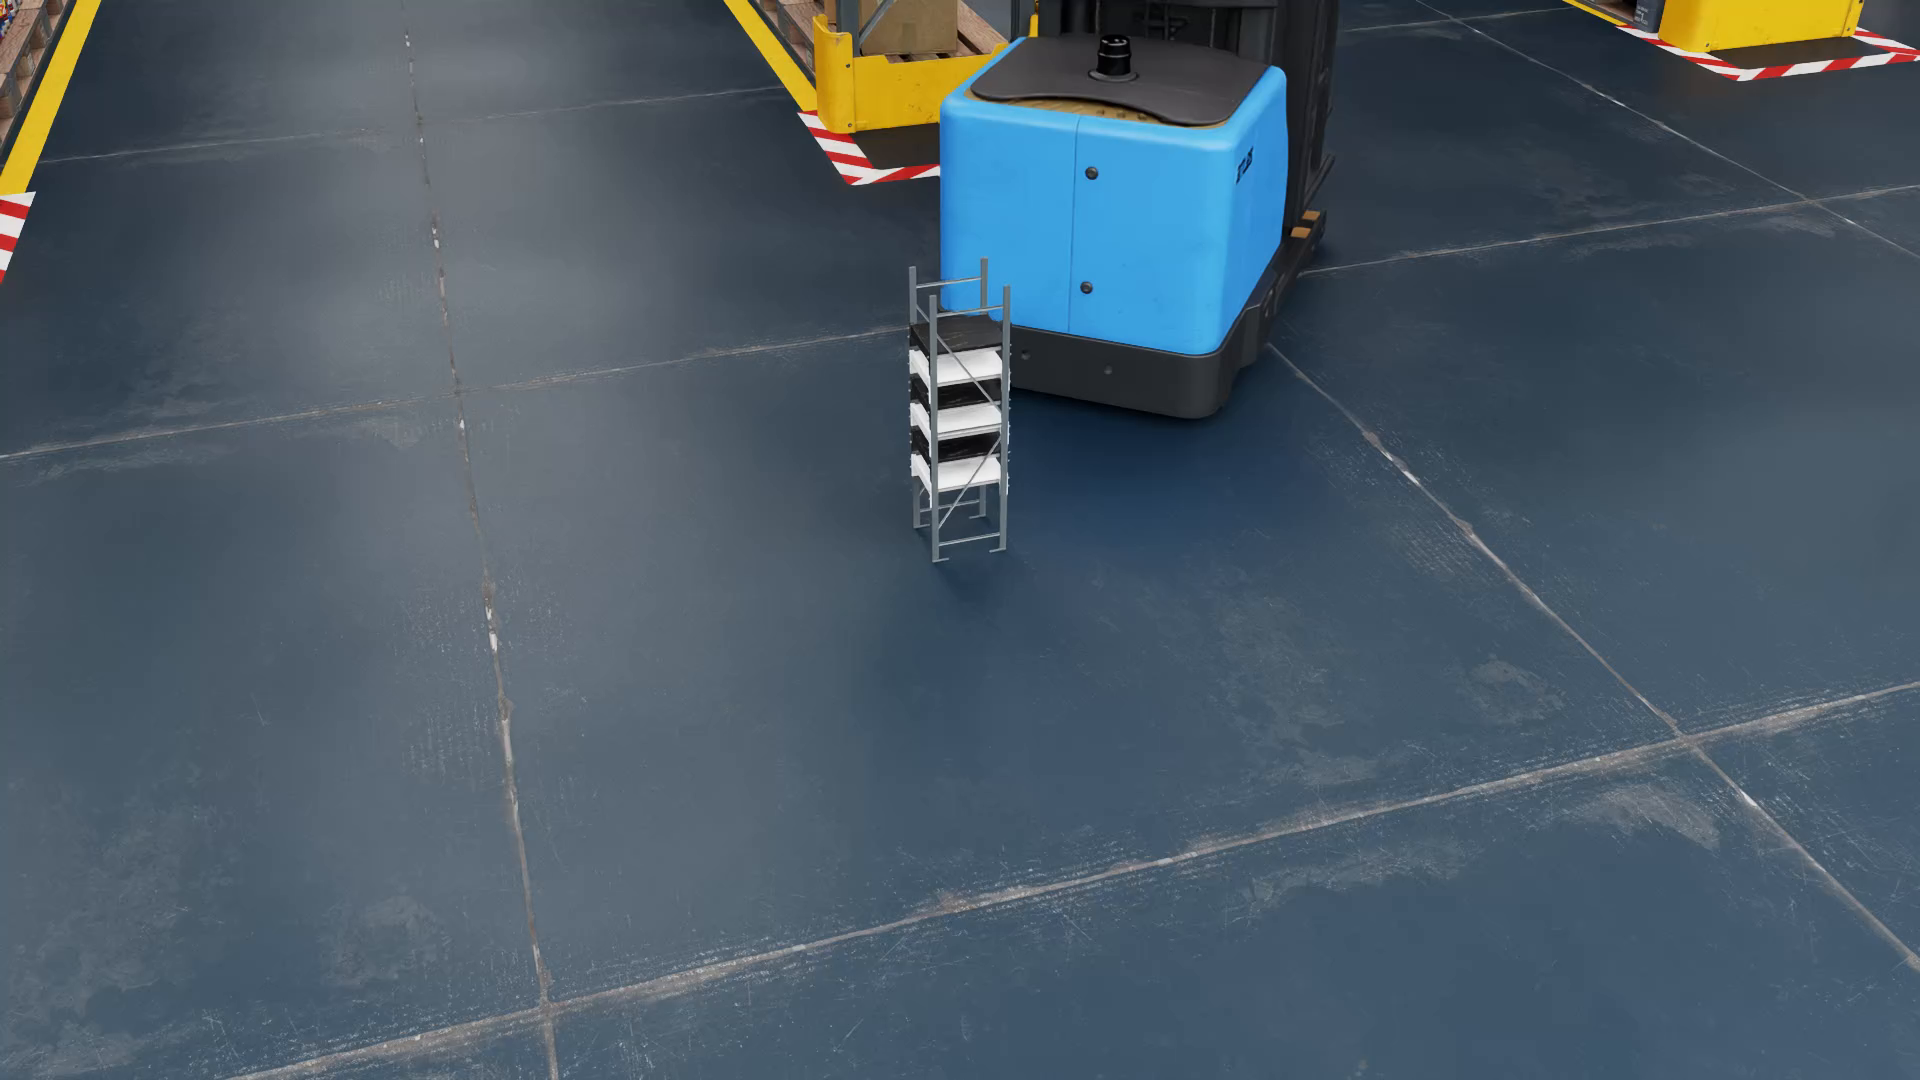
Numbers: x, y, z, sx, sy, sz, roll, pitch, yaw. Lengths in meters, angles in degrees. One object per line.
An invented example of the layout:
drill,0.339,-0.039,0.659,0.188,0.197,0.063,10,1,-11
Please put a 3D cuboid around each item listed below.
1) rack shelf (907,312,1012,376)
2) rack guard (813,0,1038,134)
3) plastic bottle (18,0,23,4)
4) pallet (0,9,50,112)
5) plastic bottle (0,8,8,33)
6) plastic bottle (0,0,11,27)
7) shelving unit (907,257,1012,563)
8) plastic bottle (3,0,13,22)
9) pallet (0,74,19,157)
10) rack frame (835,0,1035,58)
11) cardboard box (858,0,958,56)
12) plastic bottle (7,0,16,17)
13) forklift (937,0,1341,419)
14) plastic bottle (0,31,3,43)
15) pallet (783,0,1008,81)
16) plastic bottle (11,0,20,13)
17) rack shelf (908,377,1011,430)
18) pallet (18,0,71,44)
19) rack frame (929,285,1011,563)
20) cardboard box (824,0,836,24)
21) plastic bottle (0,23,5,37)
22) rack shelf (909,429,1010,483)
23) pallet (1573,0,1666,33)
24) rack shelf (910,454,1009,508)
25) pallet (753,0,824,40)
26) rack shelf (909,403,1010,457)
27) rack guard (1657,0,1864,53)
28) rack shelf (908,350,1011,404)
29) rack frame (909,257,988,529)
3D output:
rack shelf,-0.002,-0.577,4.878,0.258,0.077,0.200,-10,35,-15
rack guard,-0.139,-2.423,8.463,1.175,0.500,0.348,-10,35,-15
plastic bottle,-5.425,-3.211,9.393,0.144,0.351,0.185,-10,35,-15
pallet,-5.512,-2.528,8.885,1.003,0.211,1.213,-10,35,-15
plastic bottle,-5.225,-2.875,8.956,0.097,0.271,0.097,0,33,0
plastic bottle,-5.255,-2.898,9.054,0.097,0.201,0.097,0,33,0
shelving unit,-0.002,-0.380,5.008,0.258,0.900,0.210,-10,35,-15
plastic bottle,-5.286,-2.981,9.117,0.097,0.271,0.097,0,33,0
pallet,-5.144,-1.889,7.917,1.003,0.211,1.213,-10,35,-15
rack frame,-0.116,-3.426,7.714,1.000,3.000,0.127,-10,35,-15
cardboard box,-0.291,-2.889,8.787,0.500,0.500,0.500,-4,34,-6
plastic bottle,-5.317,-3.006,9.217,0.097,0.201,0.097,0,33,0
forklift,0.929,-2.446,6.293,1.130,2.935,3.031,12,35,18
plastic bottle,-5.141,-2.769,8.785,0.061,0.283,0.133,-9,35,-14
pallet,-0.354,-2.735,9.197,1.003,0.211,1.213,-10,35,-15
plastic bottle,-5.380,-3.094,9.283,0.152,0.276,0.135,-9,35,-14
rack shelf,-0.002,-0.427,4.977,0.258,0.077,0.200,-10,35,-15
pallet,-5.888,-3.170,9.856,1.003,0.211,1.213,-10,35,-15
rack frame,0.029,-0.326,4.928,0.240,0.900,0.006,-10,35,-15
cardboard box,-0.506,-3.197,9.254,0.500,0.500,0.500,-1,33,-2
plastic bottle,-5.194,-2.822,8.876,0.097,0.271,0.097,0,33,0
rack shelf,-0.002,-0.277,5.076,0.258,0.077,0.200,-10,35,-15
pallet,4.320,-3.450,10.280,1.003,0.211,1.213,-10,35,-15
rack shelf,-0.002,-0.202,5.126,0.258,0.077,0.200,-10,35,-15
pallet,-0.722,-3.374,10.165,1.003,0.211,1.213,-10,35,-15
rack shelf,-0.002,-0.352,5.027,0.258,0.077,0.200,-10,35,-15
rack guard,4.645,-3.151,9.566,1.175,0.500,0.348,-10,35,-15
rack shelf,-0.002,-0.502,4.928,0.258,0.077,0.200,-10,35,-15
rack frame,-0.033,-0.433,5.089,0.240,0.900,0.006,-10,35,-15
